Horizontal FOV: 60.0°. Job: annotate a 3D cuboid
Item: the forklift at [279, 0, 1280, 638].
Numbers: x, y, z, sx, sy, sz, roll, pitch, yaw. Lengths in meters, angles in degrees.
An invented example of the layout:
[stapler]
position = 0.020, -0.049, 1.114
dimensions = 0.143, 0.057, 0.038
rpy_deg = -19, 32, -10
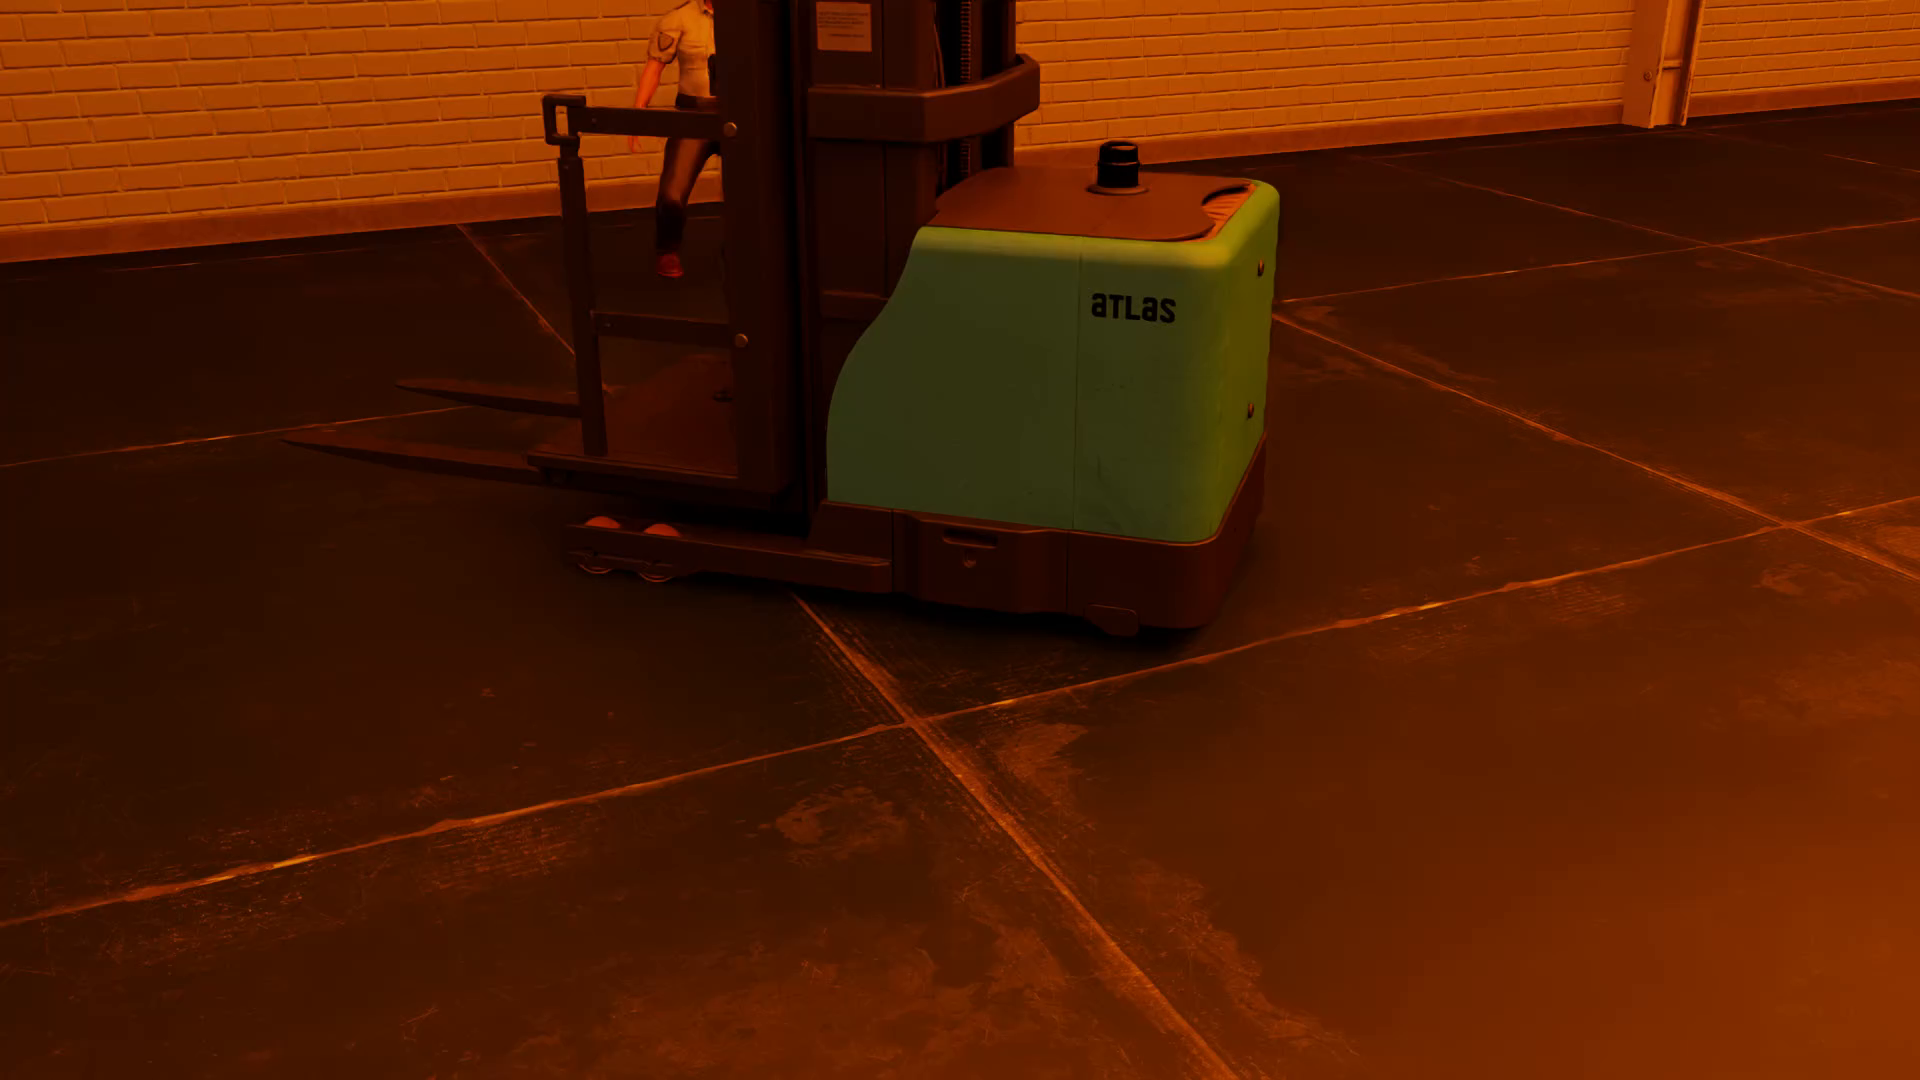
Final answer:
[forklift]
position = -0.635, -1.414, 4.689
dimensions = 3.031, 2.935, 1.130
rpy_deg = 7, 24, 17

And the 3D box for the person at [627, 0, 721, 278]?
[person]
position = -1.137, -1.960, 7.845
dimensions = 0.863, 1.553, 0.587
rpy_deg = -7, 24, -17
